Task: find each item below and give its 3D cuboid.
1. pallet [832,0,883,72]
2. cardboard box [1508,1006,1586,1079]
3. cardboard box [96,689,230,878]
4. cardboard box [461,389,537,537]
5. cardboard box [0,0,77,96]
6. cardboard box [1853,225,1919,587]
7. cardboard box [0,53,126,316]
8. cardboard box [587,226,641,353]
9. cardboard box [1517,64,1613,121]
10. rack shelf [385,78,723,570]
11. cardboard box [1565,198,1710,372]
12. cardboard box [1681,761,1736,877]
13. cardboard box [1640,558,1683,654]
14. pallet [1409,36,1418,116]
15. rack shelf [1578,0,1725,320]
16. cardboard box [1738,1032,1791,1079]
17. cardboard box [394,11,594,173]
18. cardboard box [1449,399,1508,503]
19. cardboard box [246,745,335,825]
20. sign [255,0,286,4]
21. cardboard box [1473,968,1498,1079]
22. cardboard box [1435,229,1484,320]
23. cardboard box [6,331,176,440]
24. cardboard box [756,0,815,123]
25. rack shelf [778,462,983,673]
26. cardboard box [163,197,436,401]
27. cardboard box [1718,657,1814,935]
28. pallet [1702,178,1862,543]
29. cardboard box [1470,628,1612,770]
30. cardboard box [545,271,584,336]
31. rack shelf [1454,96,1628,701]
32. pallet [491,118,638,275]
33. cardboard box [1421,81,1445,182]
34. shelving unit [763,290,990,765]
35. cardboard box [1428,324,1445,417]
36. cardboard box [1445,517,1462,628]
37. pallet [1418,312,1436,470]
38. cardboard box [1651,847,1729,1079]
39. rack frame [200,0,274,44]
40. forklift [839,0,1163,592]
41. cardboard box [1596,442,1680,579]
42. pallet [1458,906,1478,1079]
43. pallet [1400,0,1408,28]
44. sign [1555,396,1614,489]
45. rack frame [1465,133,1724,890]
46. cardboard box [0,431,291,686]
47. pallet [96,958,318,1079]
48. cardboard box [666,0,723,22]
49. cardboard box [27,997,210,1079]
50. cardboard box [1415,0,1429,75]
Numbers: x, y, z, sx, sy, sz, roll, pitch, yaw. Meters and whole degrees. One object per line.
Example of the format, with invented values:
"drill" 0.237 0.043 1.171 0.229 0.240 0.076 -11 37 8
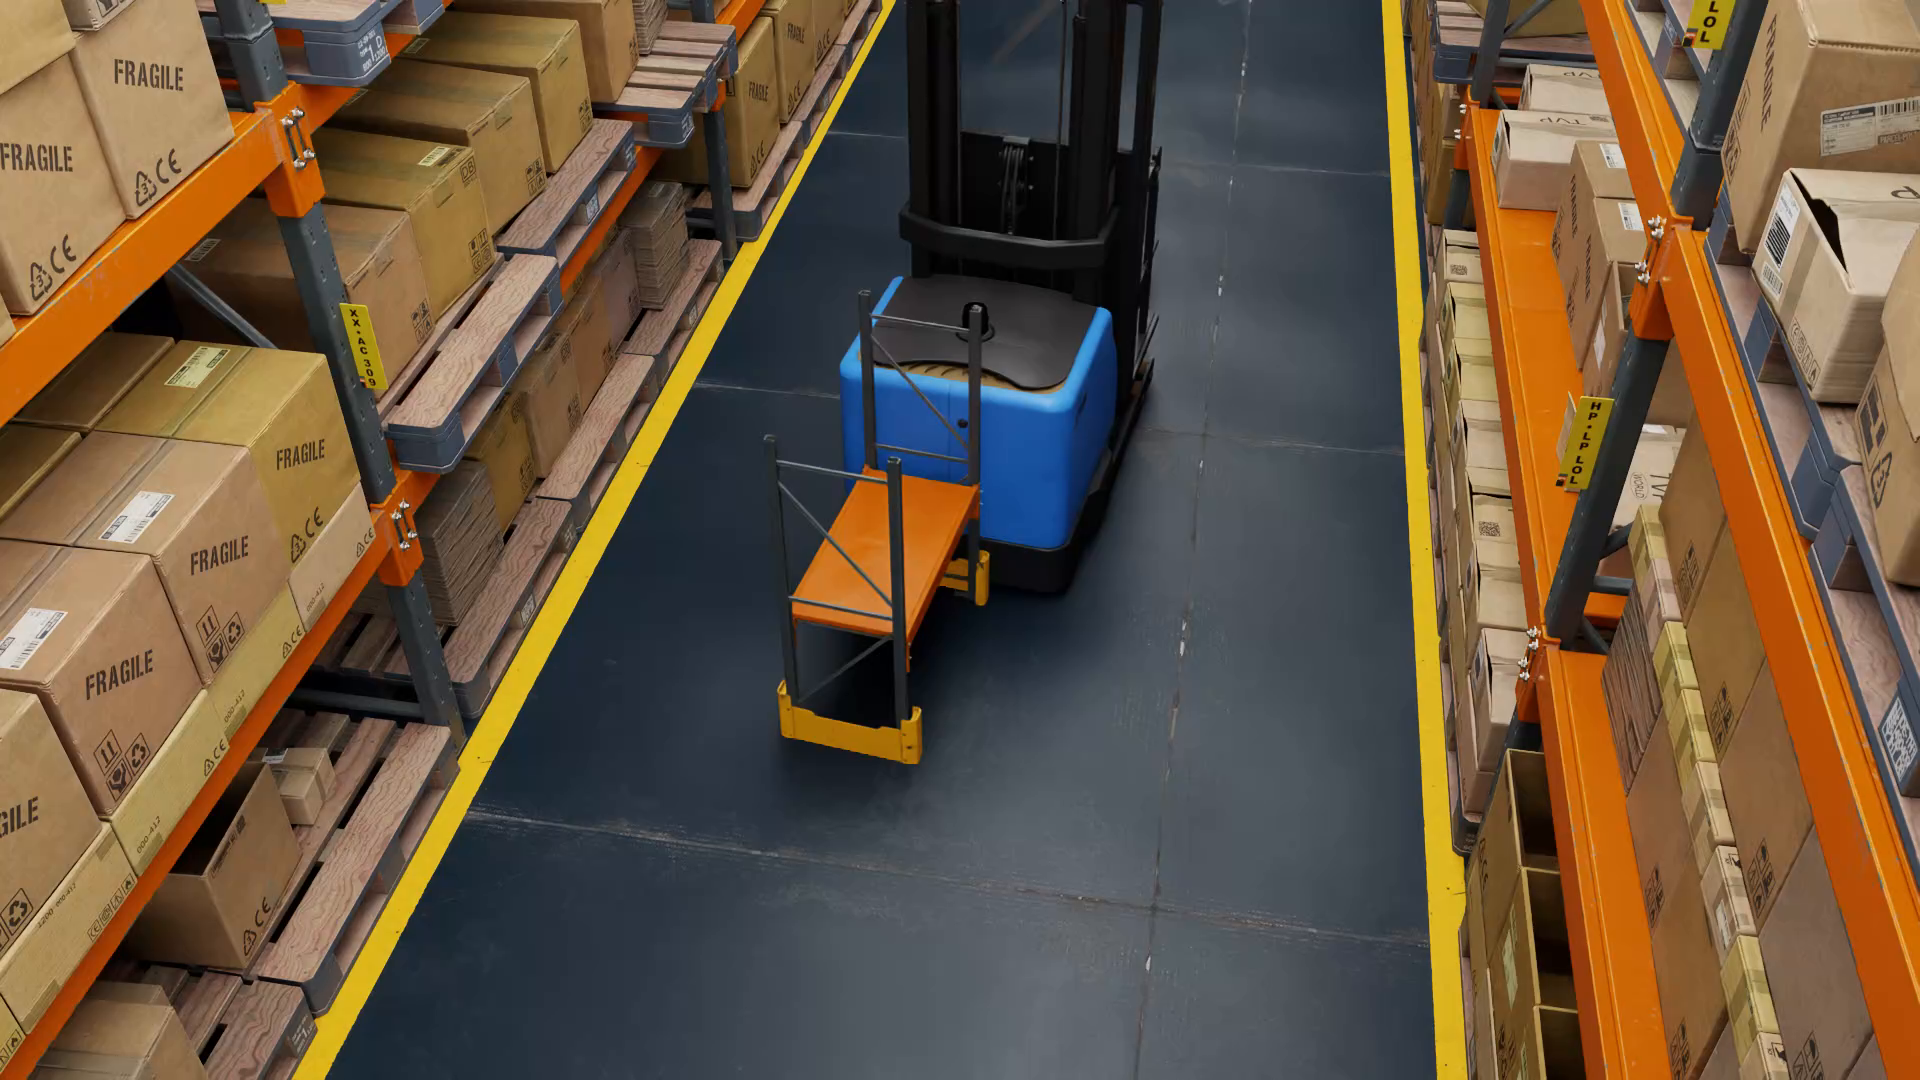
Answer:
"pallet" -1.179 -3.811 12.194 1.003 0.211 1.213 6 40 8
"cardboard box" 1.814 1.679 4.604 0.500 0.500 0.500 6 40 8
"cardboard box" -2.454 0.653 4.709 0.500 0.250 0.500 6 40 7
"cardboard box" -2.353 -0.357 7.444 0.700 0.500 0.500 6 40 7
"cardboard box" -2.409 -1.254 3.679 0.500 0.500 0.500 8 40 10
"cardboard box" 1.966 -0.206 2.770 0.797 0.503 0.637 11 41 13
"cardboard box" -2.448 -0.899 4.036 0.500 0.500 0.500 3 40 4
"cardboard box" -2.089 -1.306 8.592 0.700 0.500 0.500 6 40 8
"cardboard box" 2.961 -2.066 7.965 0.500 0.311 0.500 9 40 10
"rack shelf" -2.158 -1.335 7.576 1.077 0.370 4.000 6 40 8
"cardboard box" 2.702 -0.977 6.499 0.500 0.500 0.500 6 40 8
"cardboard box" 1.962 0.687 3.978 0.380 0.149 0.250 5 40 6
"cardboard box" 2.095 0.203 4.563 0.380 0.149 0.250 7 40 8
"pallet" 3.656 -3.245 11.509 1.003 0.211 1.213 6 40 8
"rack shelf" 2.721 -1.947 5.962 1.077 0.370 4.000 6 40 8
"cardboard box" 1.828 1.174 3.389 0.380 0.149 0.250 6 40 7
"cardboard box" -2.077 -1.995 7.386 0.700 0.500 0.500 6 40 8
"cardboard box" 2.426 -0.373 7.235 0.500 0.311 0.500 6 40 7
"cardboard box" -2.567 0.904 6.181 0.380 0.166 0.250 2 40 2
"sign" -1.969 -1.658 4.641 0.100 0.325 0.005 6 40 8
"cardboard box" 1.905 1.655 5.222 0.500 0.250 0.500 6 40 8
"cardboard box" 2.688 -1.346 8.412 0.500 0.311 0.500 8 40 9
"cardboard box" -2.791 -0.324 5.302 0.500 0.500 0.500 6 40 7
"cardboard box" -1.398 -3.197 10.620 0.750 0.750 0.750 6 40 7
"rack shelf" -0.303 0.089 6.747 0.538 0.185 1.000 11 41 13
"cardboard box" -2.383 -0.881 6.038 0.700 0.500 0.500 7 40 8
"cardboard box" 2.131 0.559 3.624 0.700 0.500 0.500 6 40 8
"pallet" 2.253 -0.397 3.592 1.003 0.211 1.213 6 40 8
"cardboard box" 2.163 0.582 6.080 0.500 0.311 0.500 6 40 8
"cardboard box" -2.130 -1.231 7.913 0.500 0.250 0.500 6 40 7
"rack shelf" 2.721 -0.791 6.918 1.077 0.370 4.000 6 40 8
"pallet" -2.114 -1.547 7.418 1.003 0.211 1.213 6 40 8
"cardboard box" 3.088 -2.468 9.997 0.500 0.500 0.500 5 40 6
"shelving unit" -0.300 -0.055 6.640 0.587 1.500 1.083 11 41 13
"cardboard box" 2.601 -0.814 8.209 0.500 0.250 0.500 5 40 6
"cardboard box" 2.339 0.154 7.038 0.500 0.250 0.500 7 40 9
"pallet" 2.887 -0.737 8.475 1.003 0.211 1.213 6 40 8
"cardboard box" 2.129 1.073 4.019 0.700 0.500 0.500 7 40 8
"rack frame" -2.504 -2.669 3.917 1.000 3.000 0.127 6 40 8
"forklift" 0.380 -1.845 7.682 1.130 2.935 3.031 11 41 13
"cardboard box" 2.417 -0.069 5.598 0.500 0.250 0.500 9 40 10
"pallet" 2.196 1.756 5.461 1.003 0.211 1.213 6 40 8
"pallet" 3.879 -4.190 12.653 1.003 0.211 1.213 6 40 8
"sign" 1.839 -0.283 4.892 0.100 0.325 0.005 6 40 8
"rack frame" 2.375 0.187 5.170 1.000 3.000 0.127 6 40 8
"cardboard box" -2.362 0.048 4.851 0.500 0.500 0.500 6 40 7
"pallet" -2.795 1.911 5.273 1.003 0.211 1.213 6 40 8
"cardboard box" -1.527 -2.960 9.157 0.380 0.149 0.250 6 40 7
"cardboard box" -2.713 1.710 4.944 0.700 0.500 0.500 4 40 5
"cardboard box" 3.355 -3.428 11.158 0.500 0.500 0.500 7 40 8
